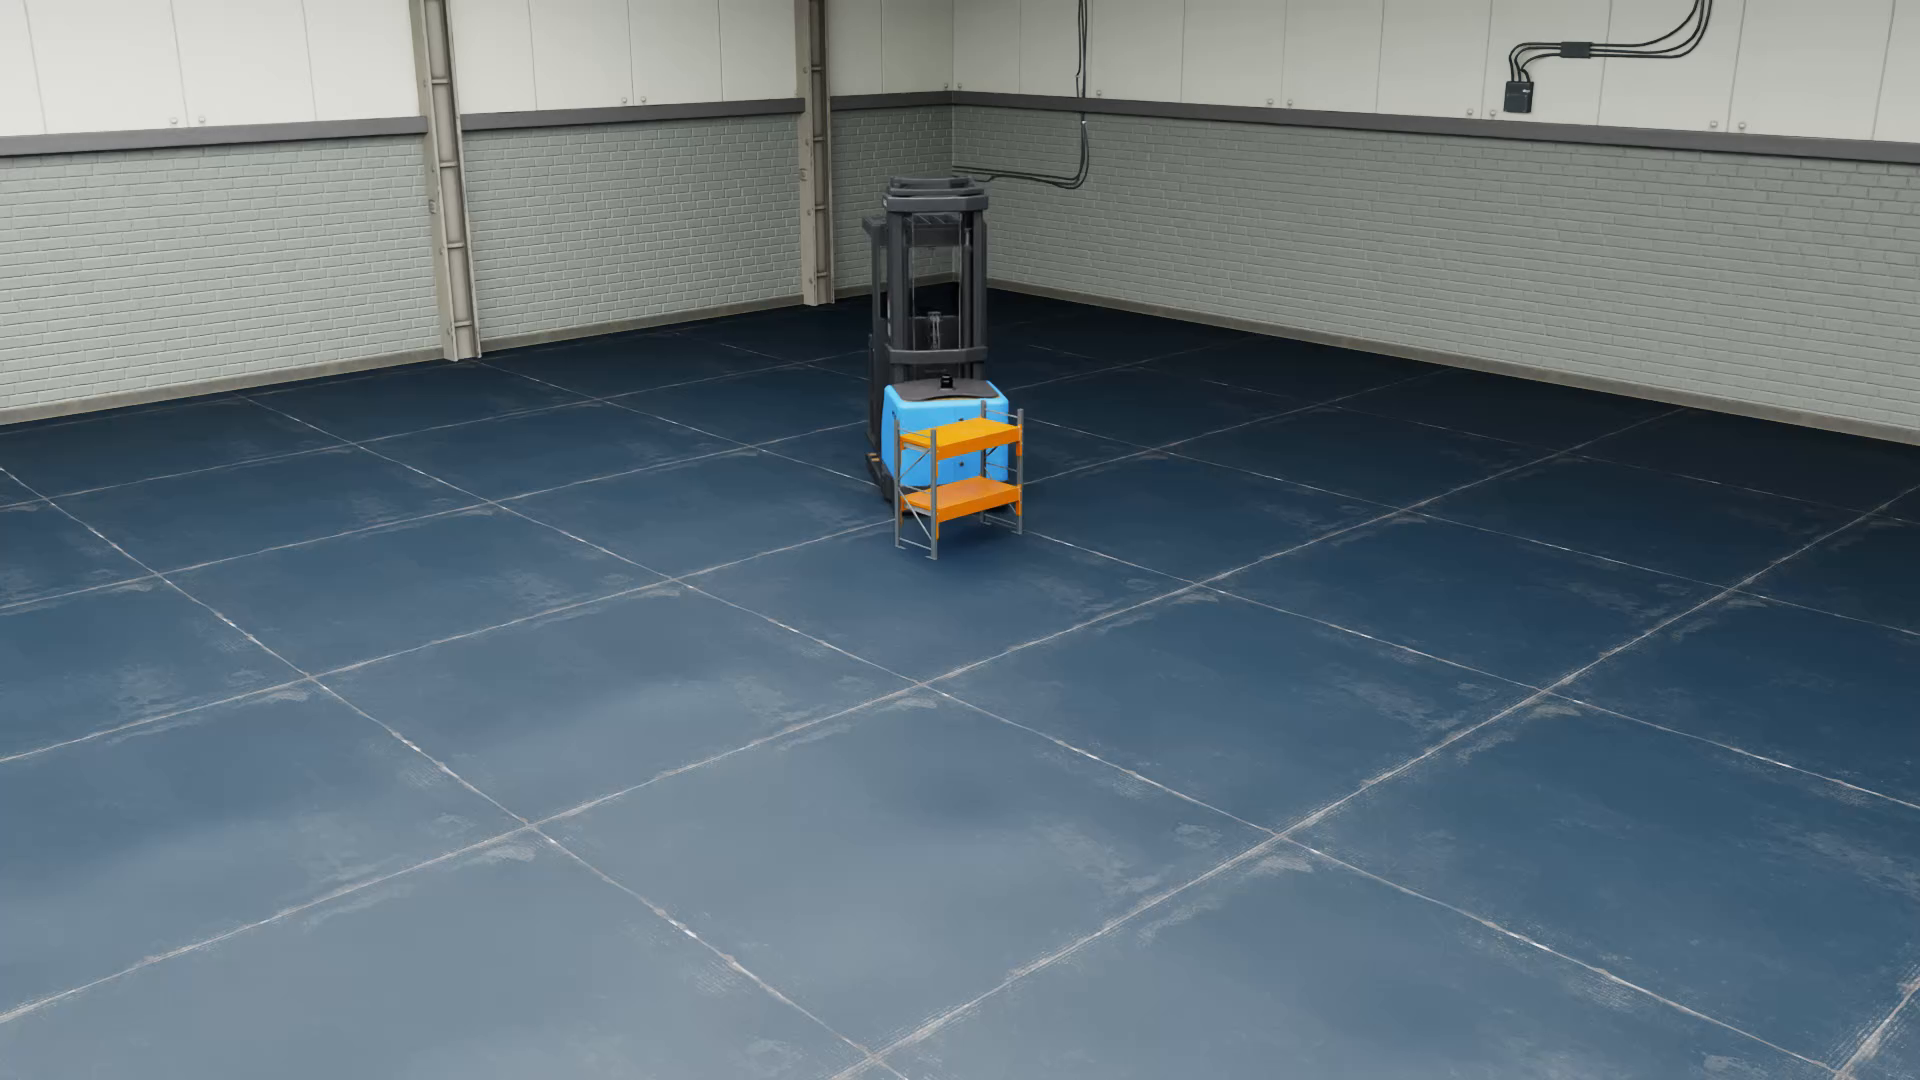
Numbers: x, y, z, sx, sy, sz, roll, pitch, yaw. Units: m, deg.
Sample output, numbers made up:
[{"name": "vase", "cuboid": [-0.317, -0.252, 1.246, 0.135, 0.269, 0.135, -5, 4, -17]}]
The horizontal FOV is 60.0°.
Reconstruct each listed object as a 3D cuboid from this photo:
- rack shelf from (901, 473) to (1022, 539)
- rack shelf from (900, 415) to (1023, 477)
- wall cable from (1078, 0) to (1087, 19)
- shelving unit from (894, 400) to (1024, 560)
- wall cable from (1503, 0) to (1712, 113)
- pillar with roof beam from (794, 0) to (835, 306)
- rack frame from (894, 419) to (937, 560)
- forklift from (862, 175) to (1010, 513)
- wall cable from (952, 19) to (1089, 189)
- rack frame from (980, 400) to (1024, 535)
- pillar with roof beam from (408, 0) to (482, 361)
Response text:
[{"name": "rack shelf", "cuboid": [-0.005, -0.301, 14.382, 1.000, 0.278, 0.538, -16, 24, -41]}, {"name": "rack shelf", "cuboid": [-0.005, -0.812, 14.217, 1.000, 0.278, 0.538, -16, 24, -41]}, {"name": "wall cable", "cuboid": [2.715, -8.604, 23.277, 0.112, 2.526, 3.097, -16, 24, -41]}, {"name": "shelving unit", "cuboid": [-0.005, -0.534, 14.307, 1.048, 1.125, 0.538, -16, 24, -41]}, {"name": "wall cable", "cuboid": [7.368, -7.772, 18.350, 0.169, 6.003, 2.305, -16, 24, -41]}, {"name": "pillar with roof beam", "cuboid": [0.765, -6.992, 21.460, 0.400, 9.000, 9.100, -16, 24, -41]}, {"name": "rack frame", "cuboid": [-0.374, -0.426, 13.975, 0.032, 1.125, 0.500, -16, 24, -41]}, {"name": "forklift", "cuboid": [-0.336, -2.056, 16.075, 1.130, 2.935, 3.031, -3, 18, -11]}, {"name": "wall cable", "cuboid": [0.857, -6.808, 25.925, 0.112, 2.526, 3.097, -16, 24, -41]}, {"name": "rack frame", "cuboid": [0.364, -0.641, 14.639, 0.032, 1.125, 0.500, -16, 24, -41]}, {"name": "pillar with roof beam", "cuboid": [-3.594, -5.721, 17.538, 0.400, 9.000, 9.100, -16, 24, -41]}]
